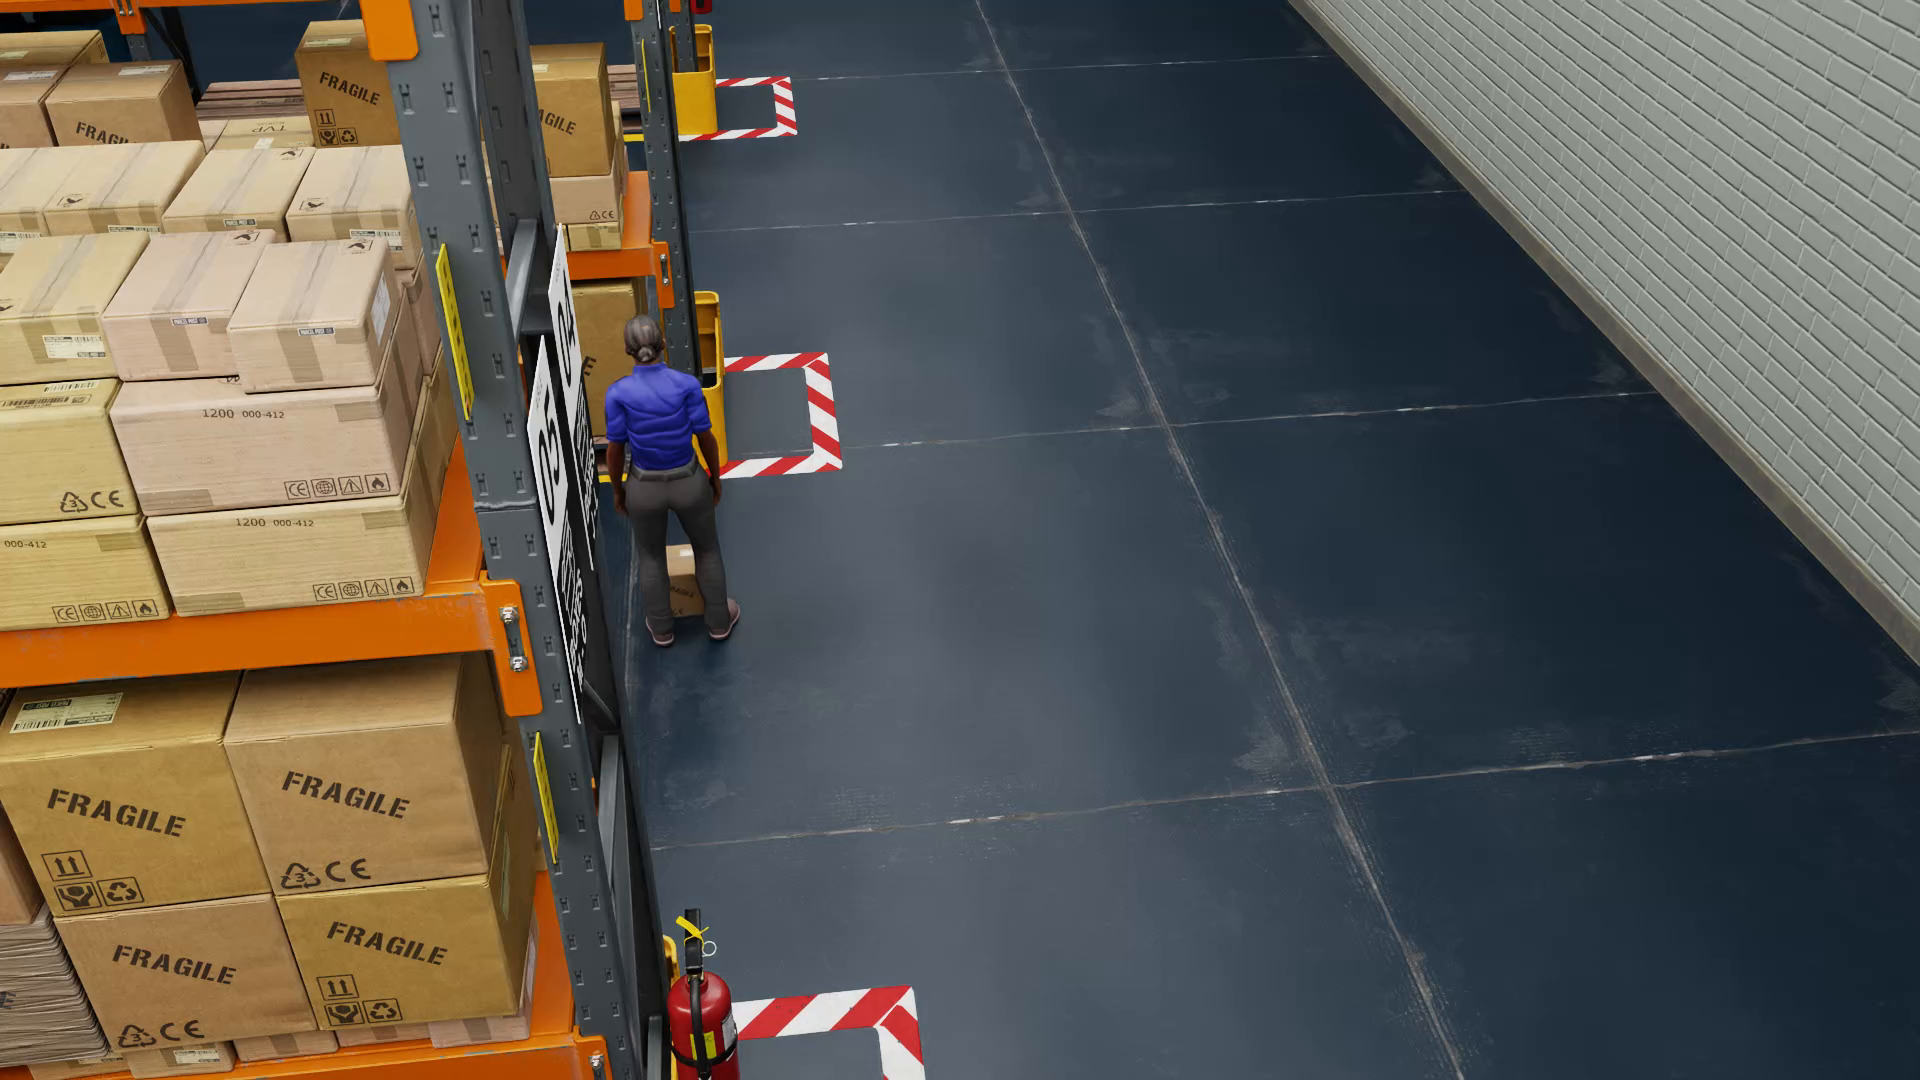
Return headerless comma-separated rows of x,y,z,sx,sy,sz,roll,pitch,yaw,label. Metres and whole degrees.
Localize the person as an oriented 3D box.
-1.309,-0.245,7.499,0.524,1.653,0.348,-6,35,-9,person
